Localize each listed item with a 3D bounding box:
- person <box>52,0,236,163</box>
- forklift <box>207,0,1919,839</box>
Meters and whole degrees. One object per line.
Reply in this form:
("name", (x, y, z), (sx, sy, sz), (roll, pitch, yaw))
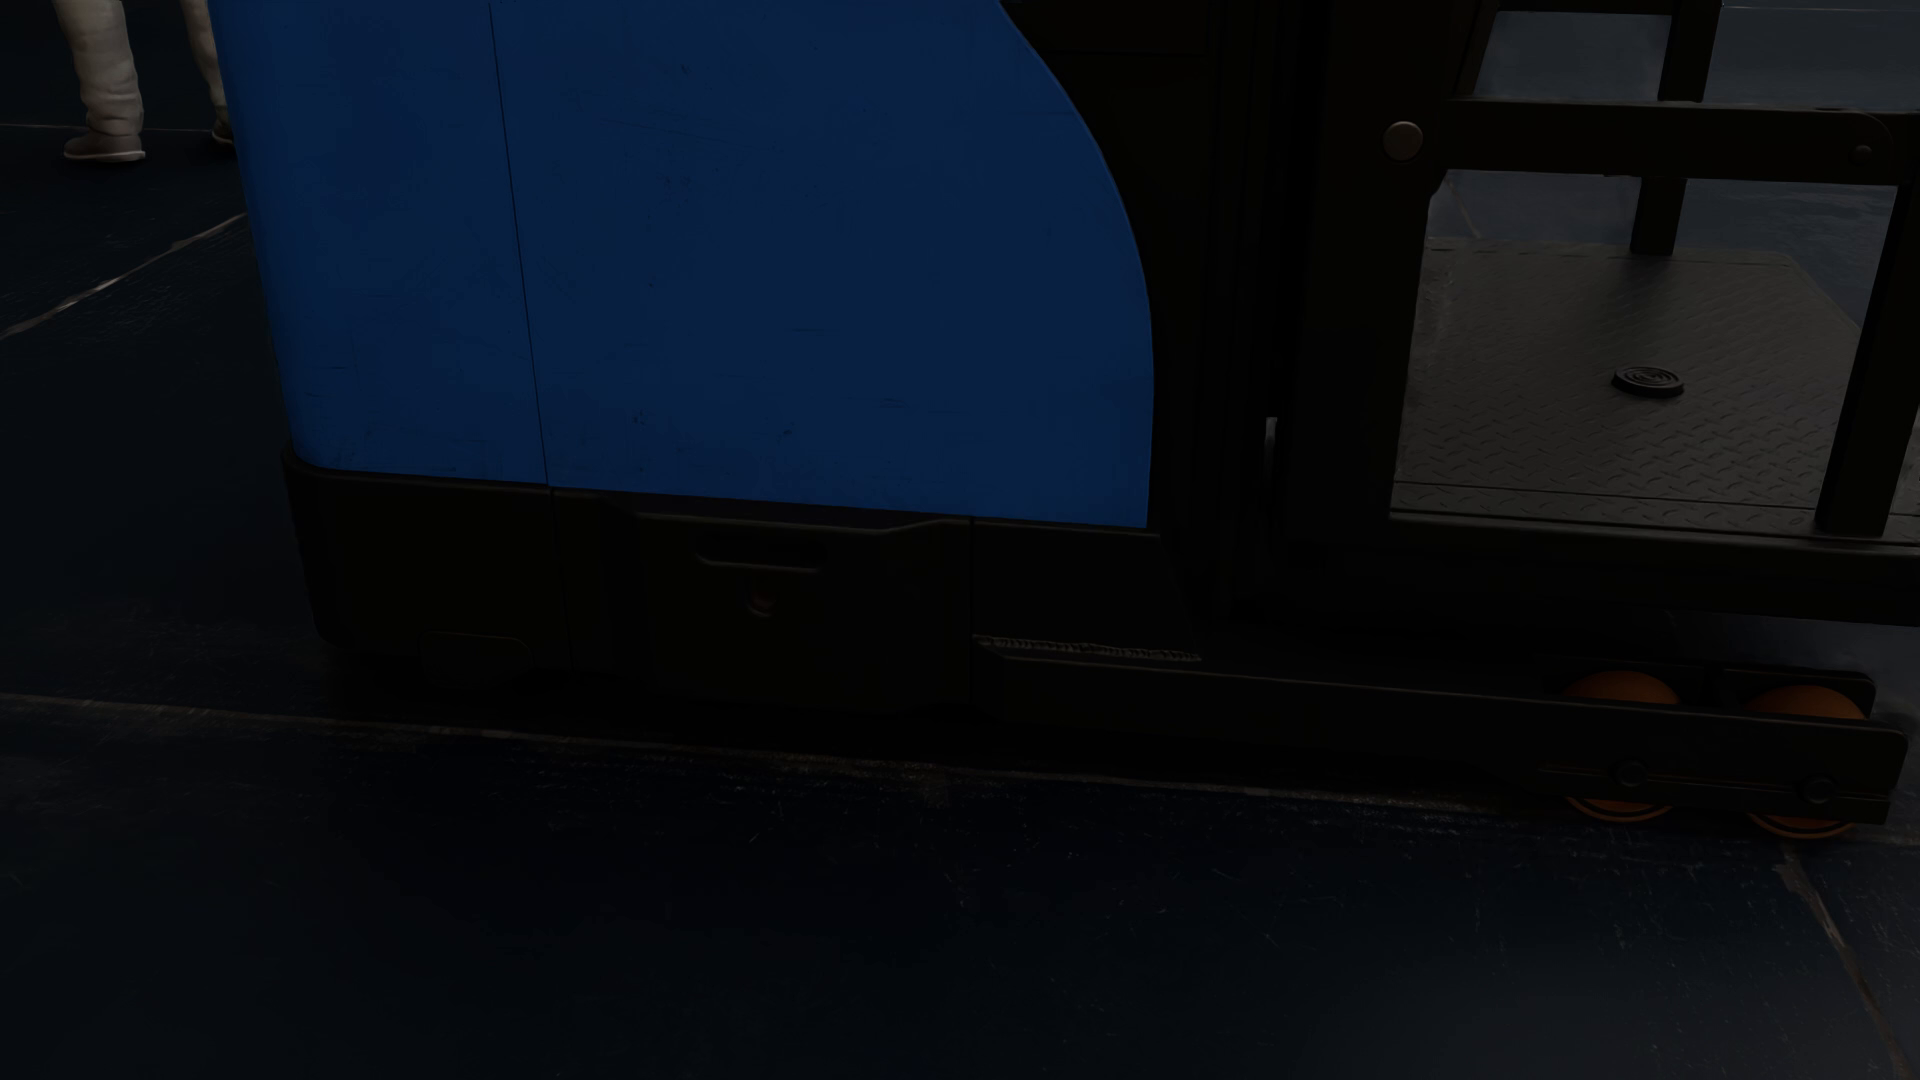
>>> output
("person", (-2.182, -1.860, 4.296), (0.600, 1.759, 0.478), (-21, 33, -36))
("forklift", (0.735, -1.237, 1.697), (3.031, 2.935, 1.130), (4, 27, 8))
